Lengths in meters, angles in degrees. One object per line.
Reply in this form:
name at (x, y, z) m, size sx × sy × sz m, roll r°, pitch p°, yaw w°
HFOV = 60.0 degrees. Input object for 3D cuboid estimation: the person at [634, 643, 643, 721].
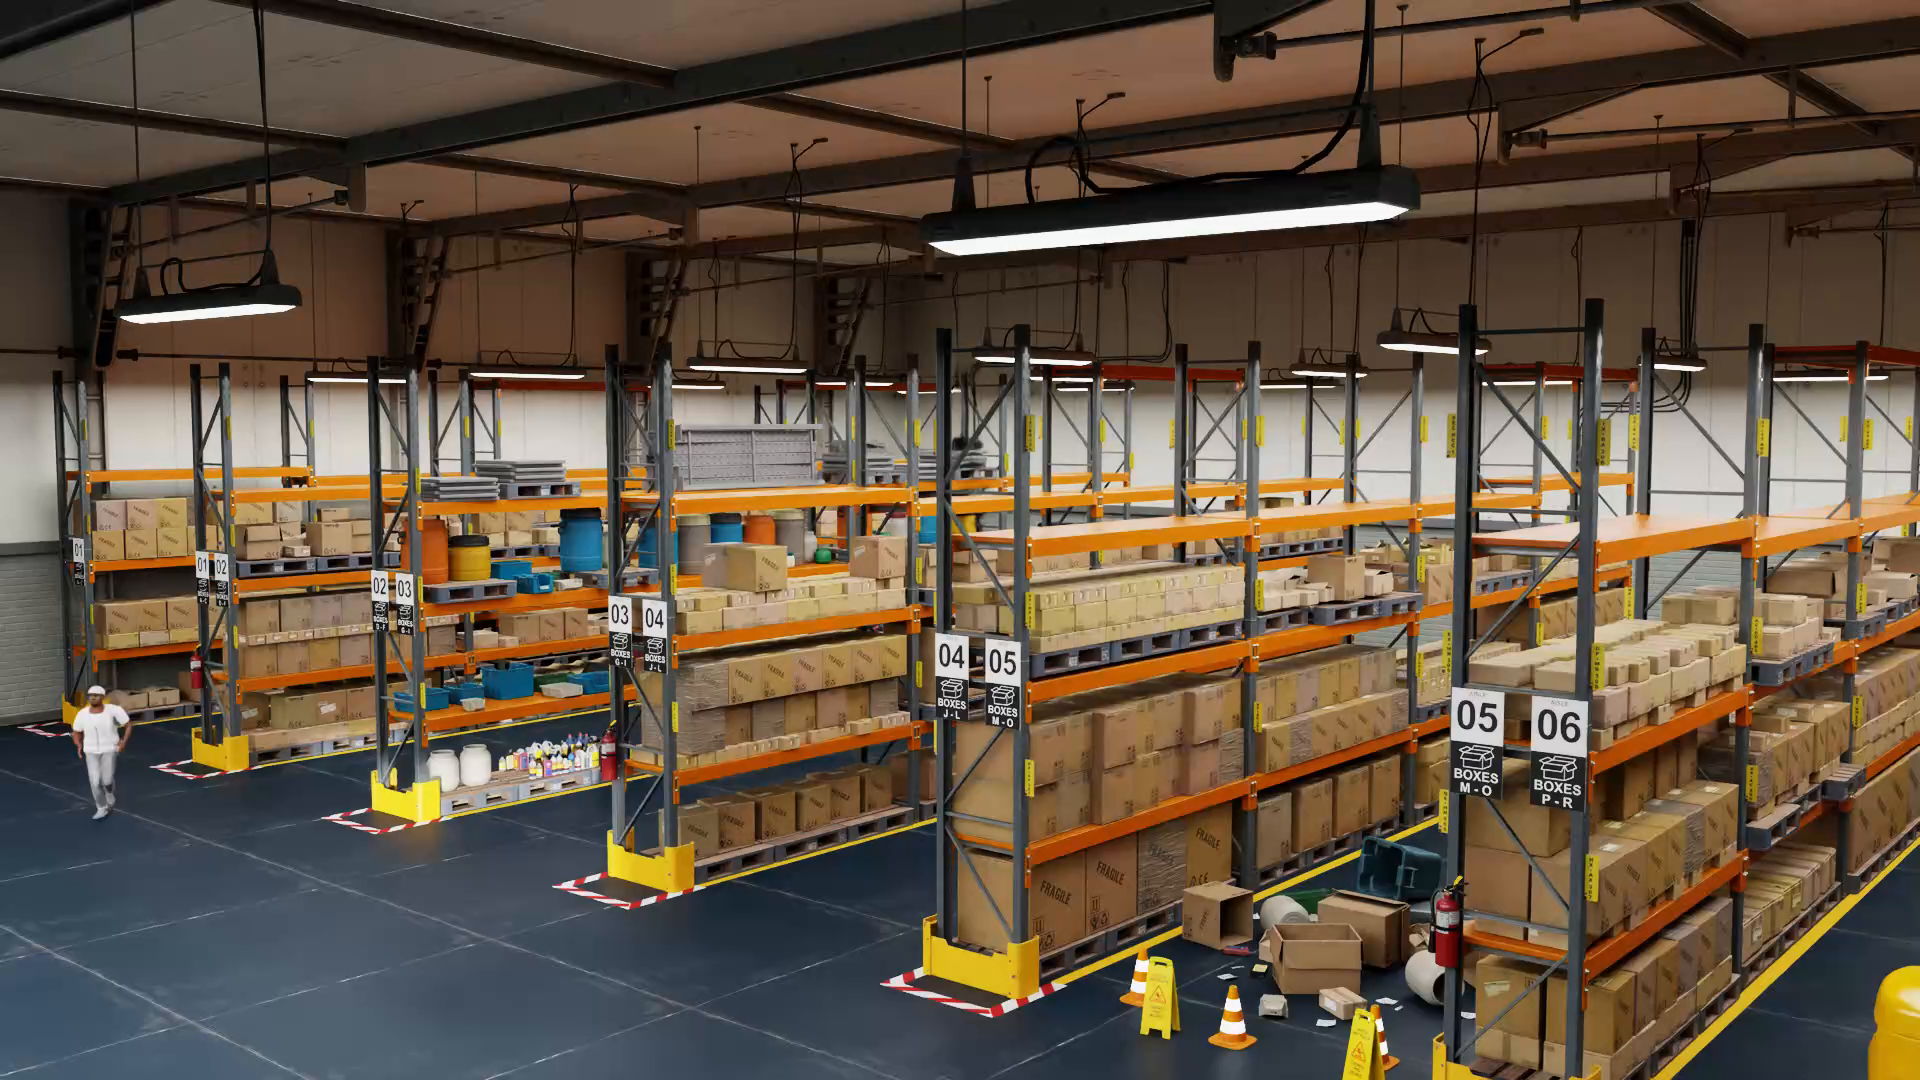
person at (-5.000, 2.426, 26.475) m, size 0.552 × 1.632 × 0.589 m, roll 3°, pitch 5°, yaw 38°

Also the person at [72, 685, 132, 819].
person at (-11.176, 2.747, 21.635) m, size 0.700 × 1.728 × 0.541 m, roll -1°, pitch 4°, yaw -15°
